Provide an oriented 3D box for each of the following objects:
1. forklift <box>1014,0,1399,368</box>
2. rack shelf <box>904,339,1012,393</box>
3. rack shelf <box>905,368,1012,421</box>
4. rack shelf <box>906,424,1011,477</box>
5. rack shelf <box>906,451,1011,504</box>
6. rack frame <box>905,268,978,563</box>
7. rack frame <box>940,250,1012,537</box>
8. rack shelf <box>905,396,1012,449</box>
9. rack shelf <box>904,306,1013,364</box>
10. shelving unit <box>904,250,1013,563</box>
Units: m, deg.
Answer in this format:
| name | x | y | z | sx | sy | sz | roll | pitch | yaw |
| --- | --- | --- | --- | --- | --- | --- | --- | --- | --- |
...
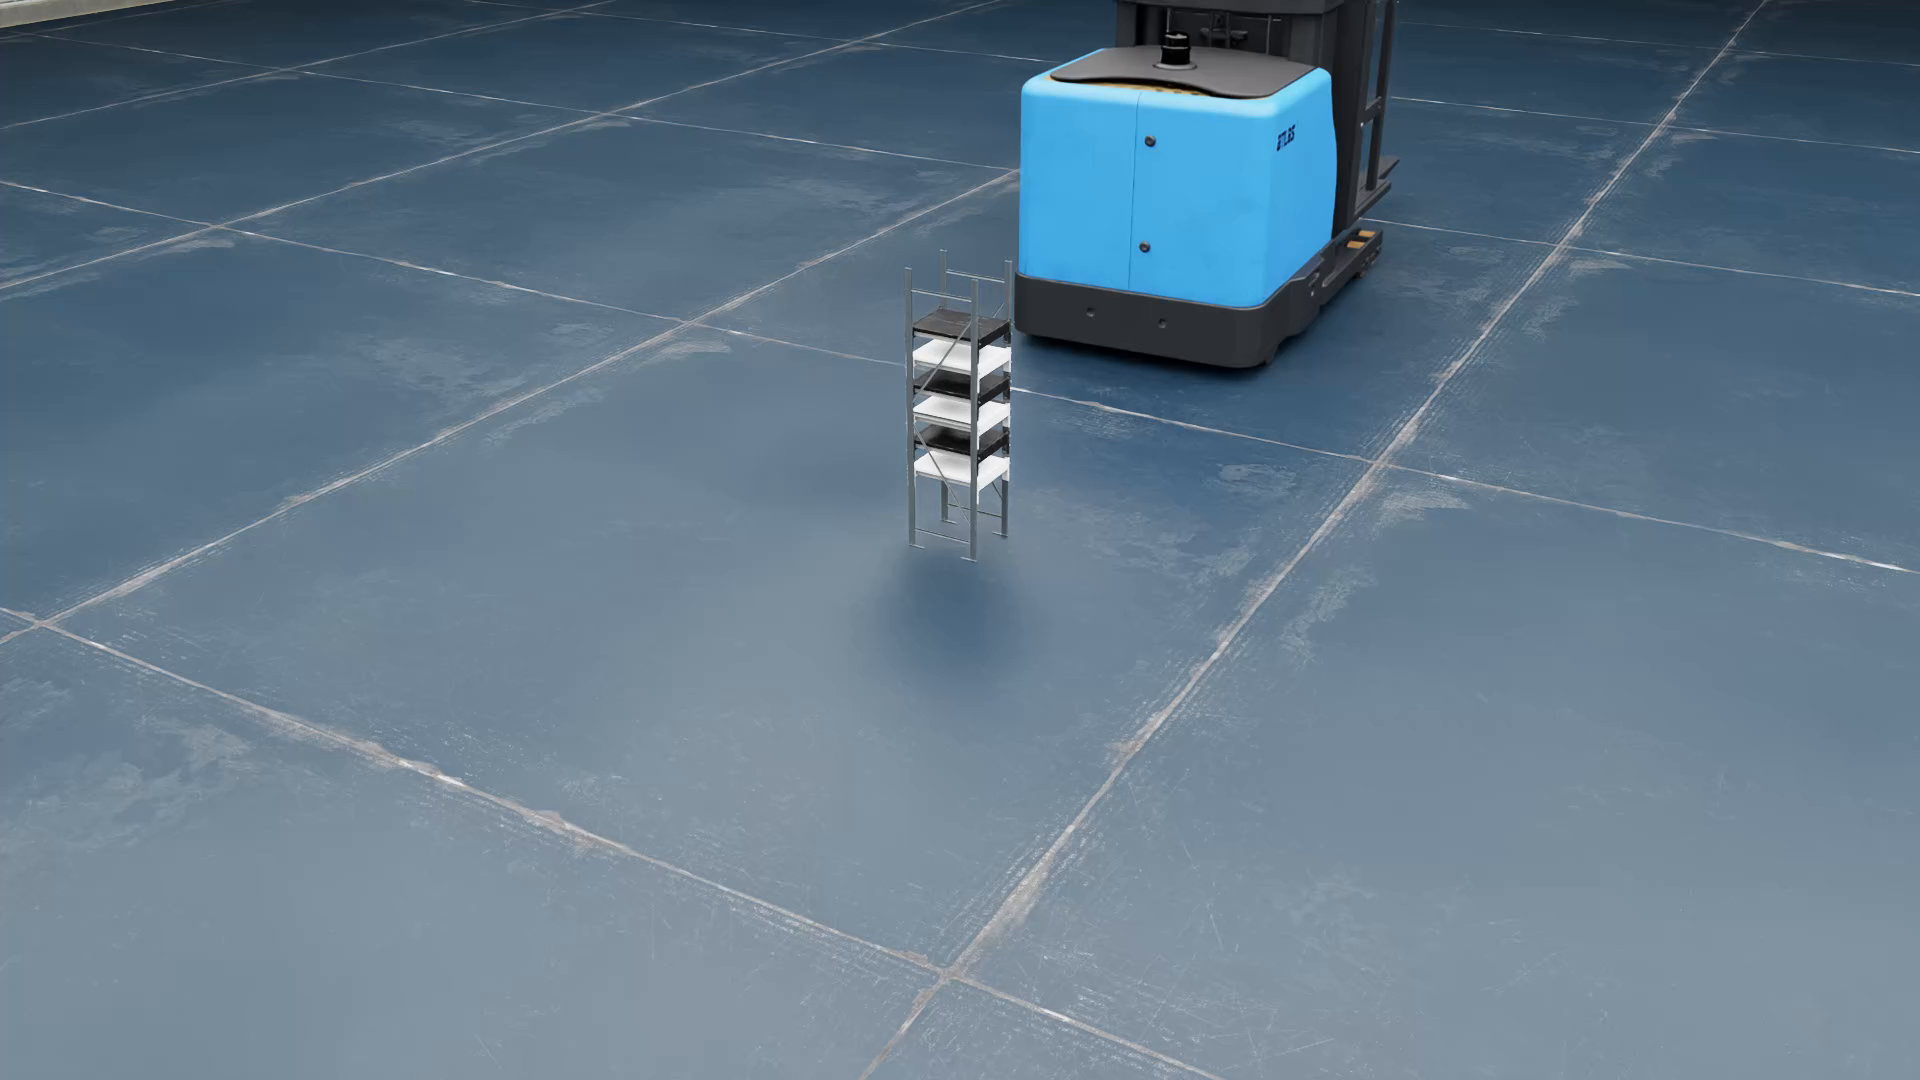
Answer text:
| name | x | y | z | sx | sy | sz | roll | pitch | yaw |
| --- | --- | --- | --- | --- | --- | --- | --- | --- | --- |
| forklift | 1.337 | -2.602 | 7.174 | 1.130 | 2.935 | 3.031 | 13 | 29 | 24 |
| rack shelf | -0.004 | -0.530 | 4.977 | 0.258 | 0.077 | 0.200 | 14 | 30 | 26 |
| rack shelf | -0.004 | -0.450 | 5.017 | 0.258 | 0.077 | 0.200 | 14 | 30 | 26 |
| rack shelf | -0.004 | -0.289 | 5.097 | 0.258 | 0.077 | 0.200 | 14 | 30 | 26 |
| rack shelf | -0.004 | -0.208 | 5.138 | 0.258 | 0.077 | 0.200 | 14 | 30 | 26 |
| rack frame | -0.054 | -0.360 | 4.963 | 0.240 | 0.900 | 0.006 | 14 | 30 | 26 |
| rack frame | 0.046 | -0.439 | 5.121 | 0.240 | 0.900 | 0.006 | 14 | 30 | 26 |
| rack shelf | -0.004 | -0.369 | 5.057 | 0.258 | 0.077 | 0.200 | 14 | 30 | 26 |
| rack shelf | -0.004 | -0.611 | 4.936 | 0.258 | 0.077 | 0.200 | 14 | 30 | 26 |
| shelving unit | -0.004 | -0.399 | 5.042 | 0.258 | 0.900 | 0.210 | 14 | 30 | 26 |
